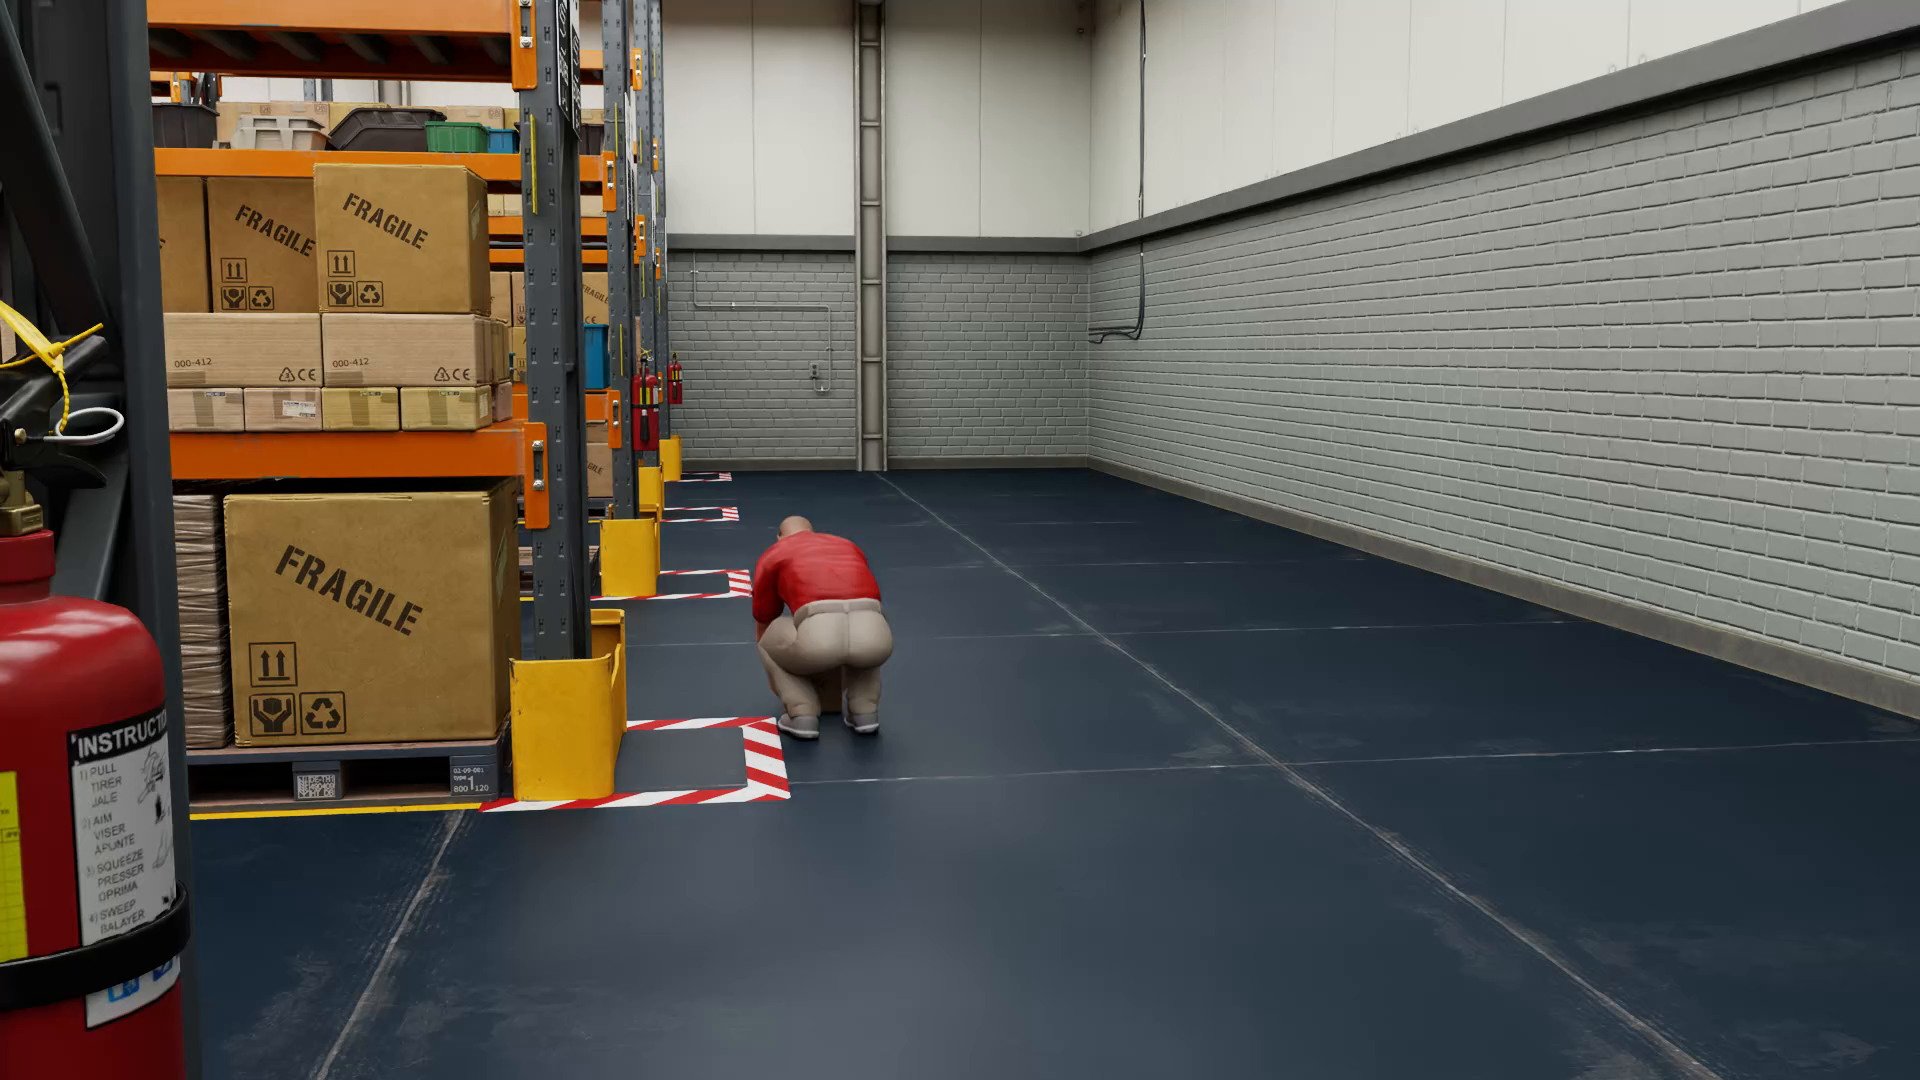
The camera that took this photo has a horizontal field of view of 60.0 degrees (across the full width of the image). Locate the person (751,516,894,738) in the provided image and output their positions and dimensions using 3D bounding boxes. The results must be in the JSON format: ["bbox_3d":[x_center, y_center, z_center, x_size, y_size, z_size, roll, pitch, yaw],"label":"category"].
[{"bbox_3d":[-0.582,0.358,7.011,0.549,0.865,0.880,-2,7,-15],"label":"person"}]
